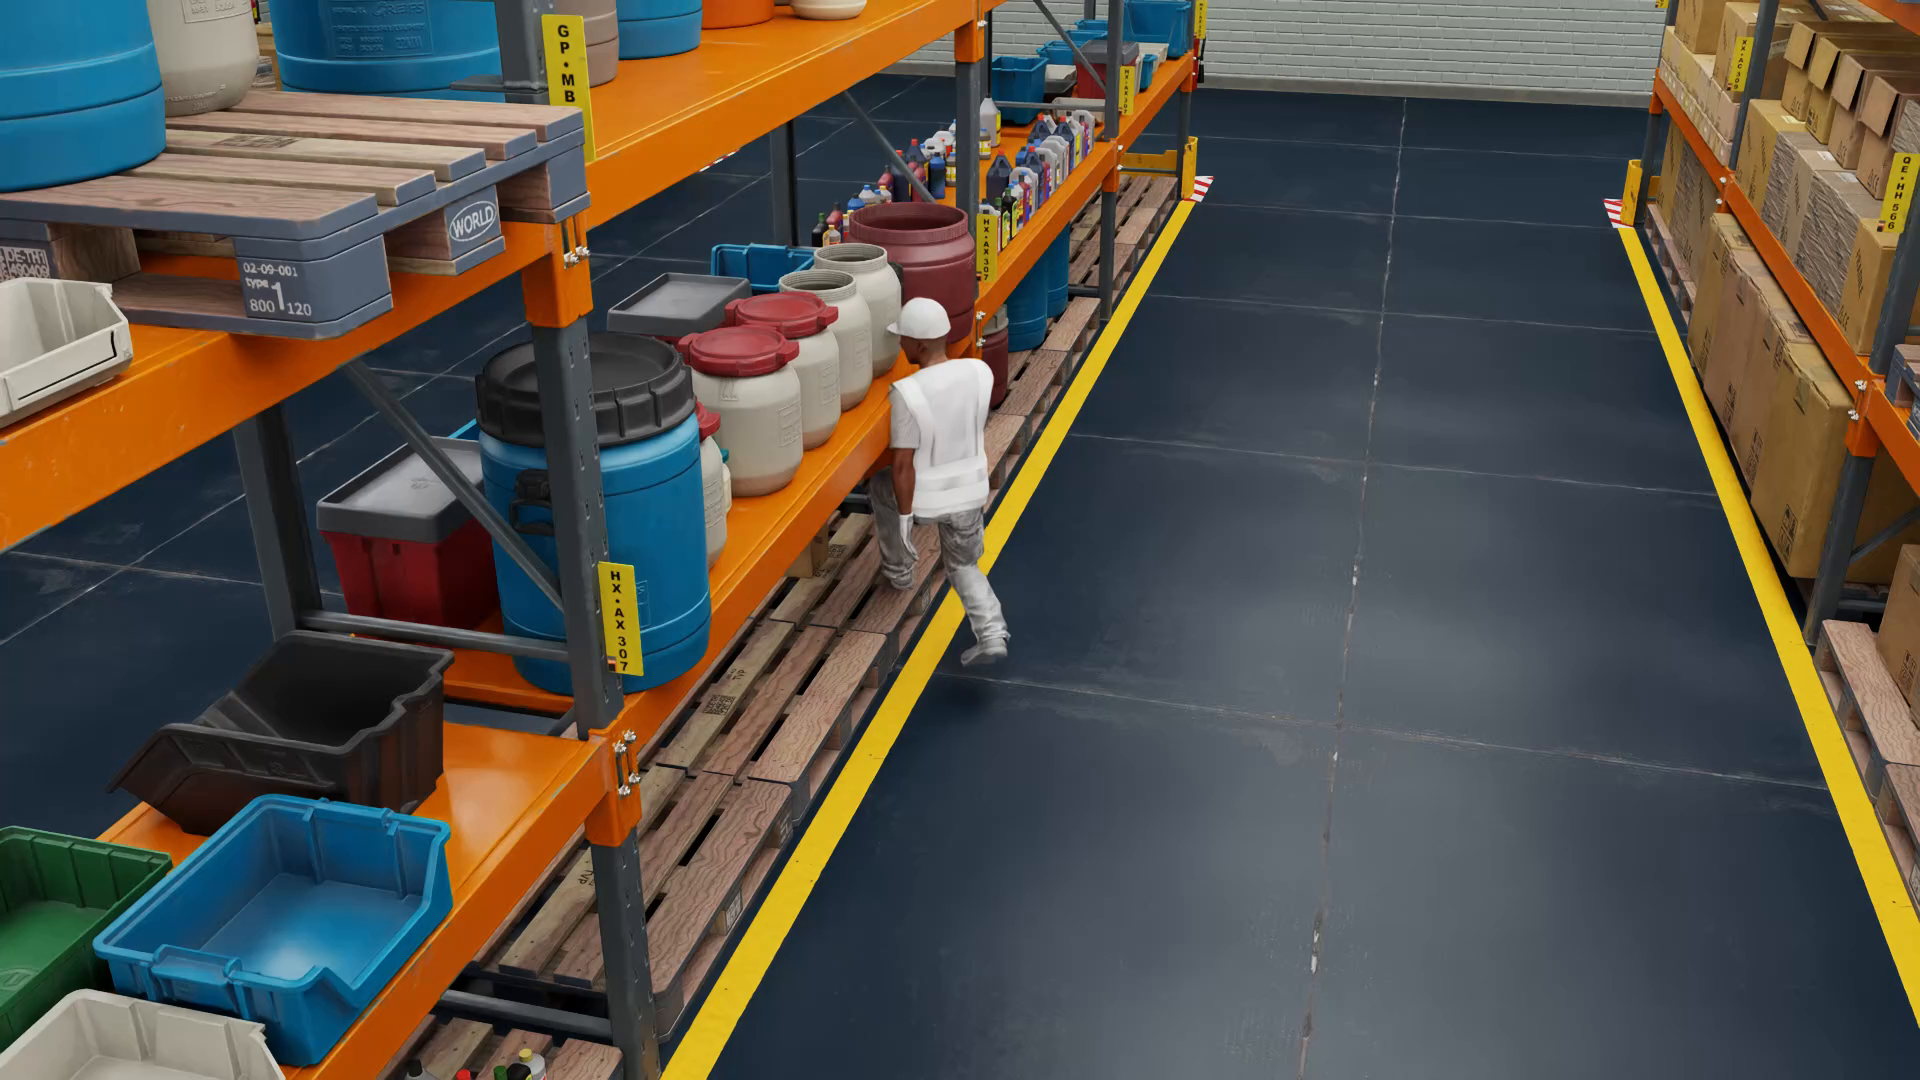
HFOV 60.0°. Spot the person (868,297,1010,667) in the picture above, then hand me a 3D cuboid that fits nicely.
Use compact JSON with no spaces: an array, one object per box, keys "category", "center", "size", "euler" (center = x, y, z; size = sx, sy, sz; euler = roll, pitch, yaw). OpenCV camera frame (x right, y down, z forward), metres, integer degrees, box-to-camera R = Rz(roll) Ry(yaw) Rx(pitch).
[{"category":"person","center":[-0.147,-0.288,7.217],"size":[0.519,1.591,1.068],"euler":[-12,28,-24]}]
